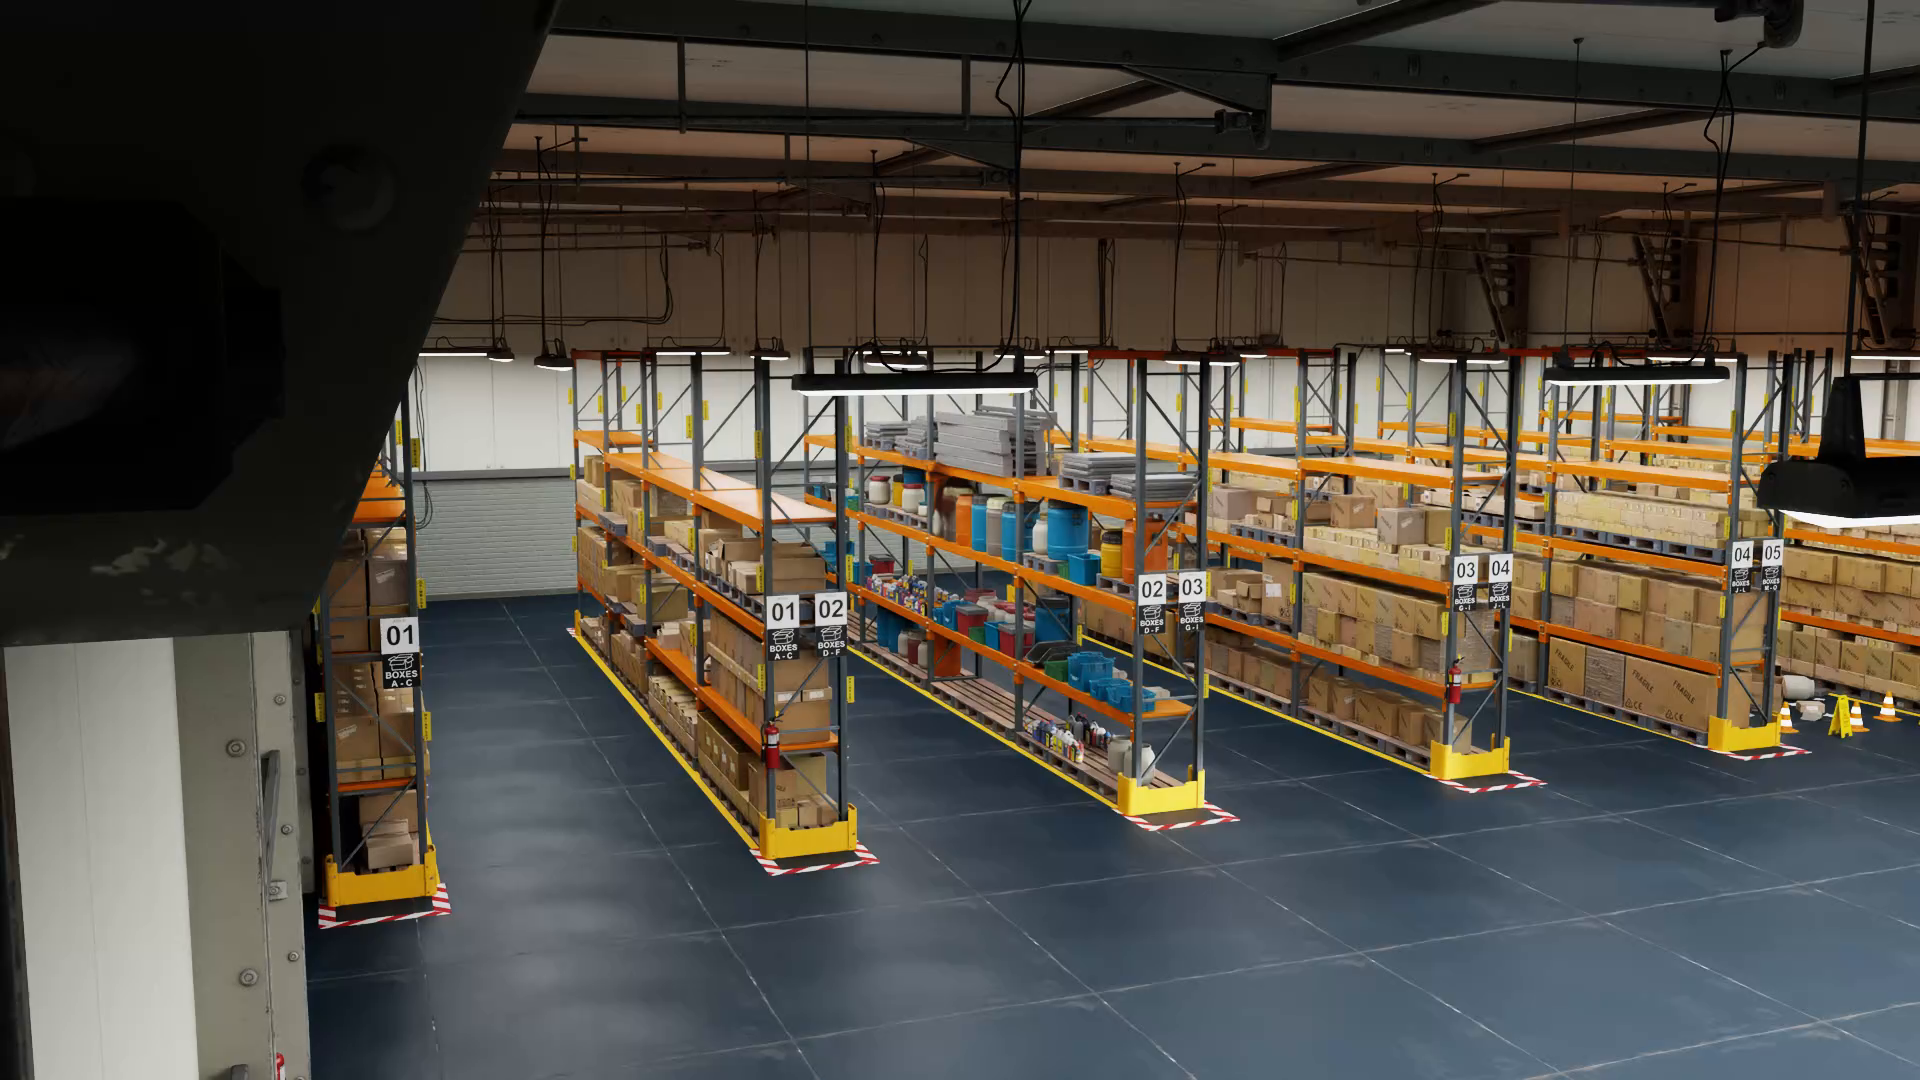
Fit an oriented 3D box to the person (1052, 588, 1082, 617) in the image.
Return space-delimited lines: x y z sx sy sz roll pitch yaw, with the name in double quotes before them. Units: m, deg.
"person" 2.125 1.409 32.889 0.520 1.671 1.045 -3 8 -23
